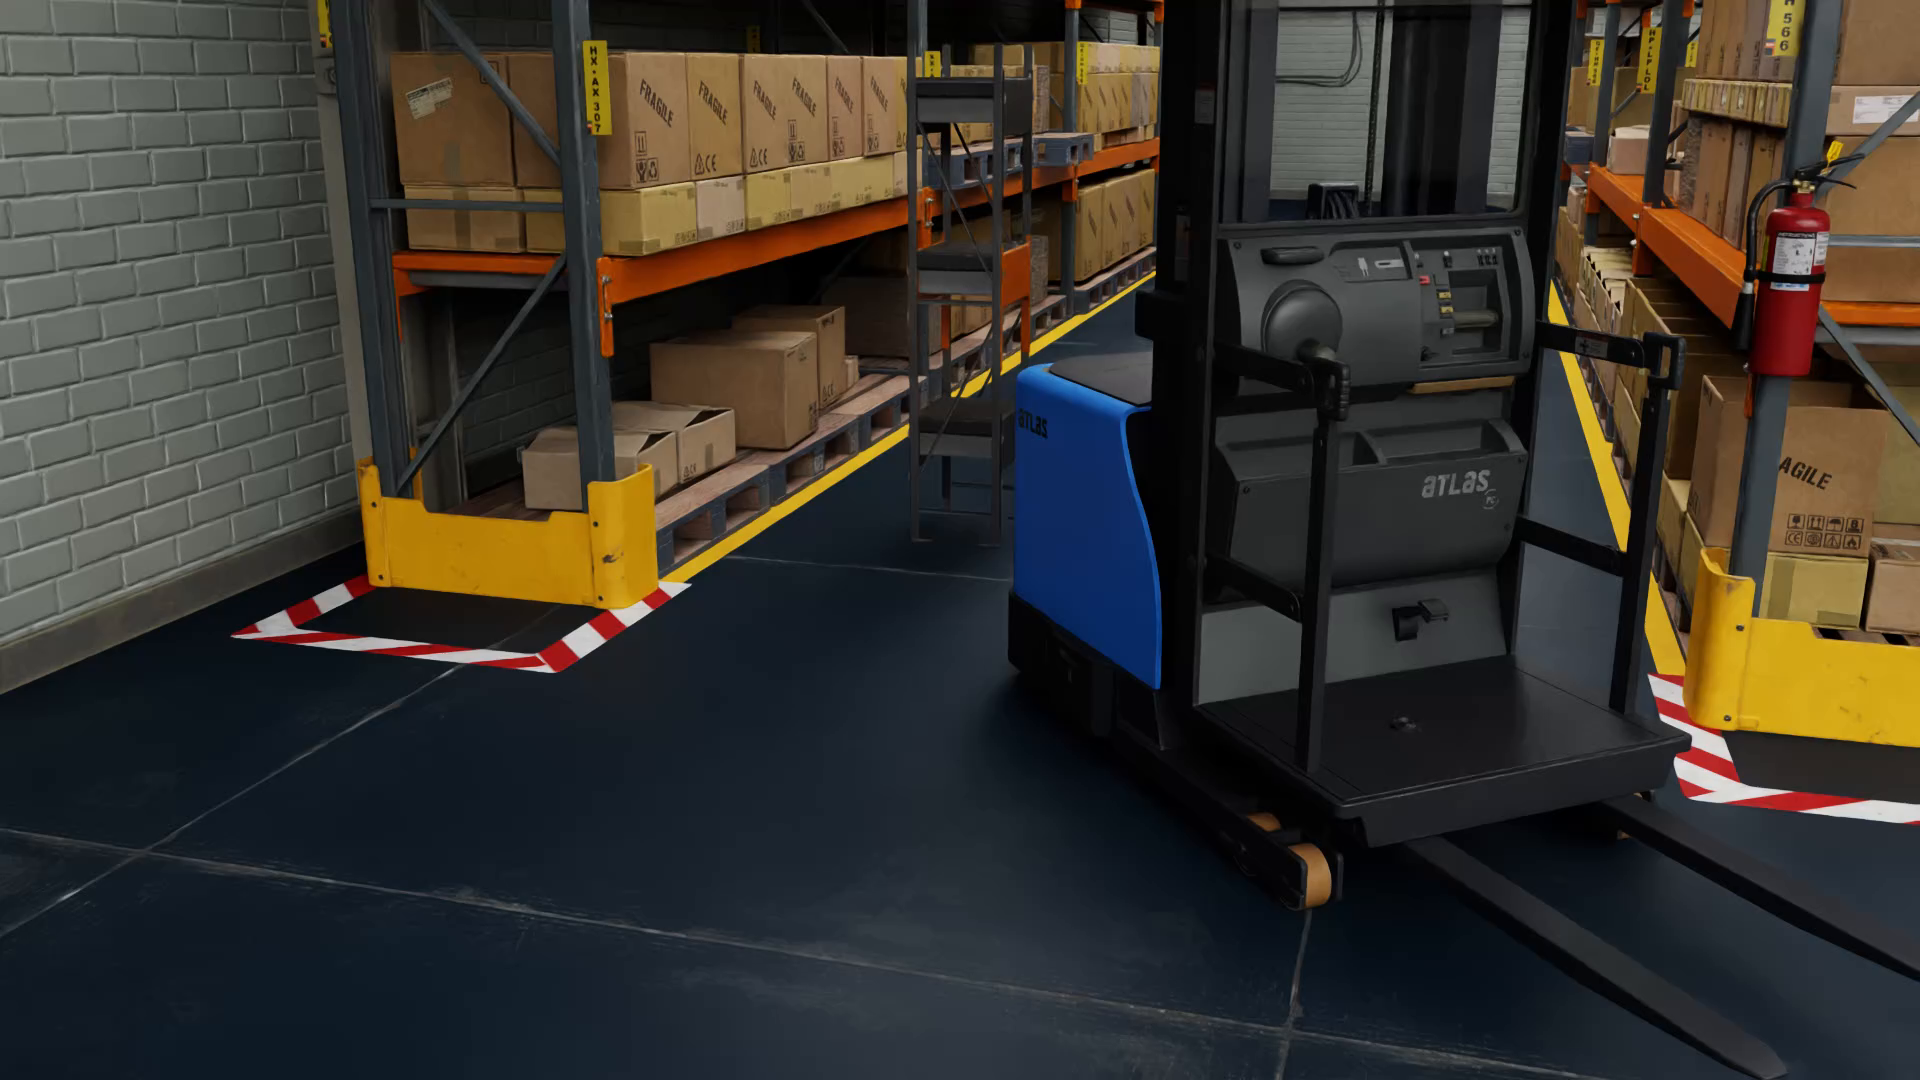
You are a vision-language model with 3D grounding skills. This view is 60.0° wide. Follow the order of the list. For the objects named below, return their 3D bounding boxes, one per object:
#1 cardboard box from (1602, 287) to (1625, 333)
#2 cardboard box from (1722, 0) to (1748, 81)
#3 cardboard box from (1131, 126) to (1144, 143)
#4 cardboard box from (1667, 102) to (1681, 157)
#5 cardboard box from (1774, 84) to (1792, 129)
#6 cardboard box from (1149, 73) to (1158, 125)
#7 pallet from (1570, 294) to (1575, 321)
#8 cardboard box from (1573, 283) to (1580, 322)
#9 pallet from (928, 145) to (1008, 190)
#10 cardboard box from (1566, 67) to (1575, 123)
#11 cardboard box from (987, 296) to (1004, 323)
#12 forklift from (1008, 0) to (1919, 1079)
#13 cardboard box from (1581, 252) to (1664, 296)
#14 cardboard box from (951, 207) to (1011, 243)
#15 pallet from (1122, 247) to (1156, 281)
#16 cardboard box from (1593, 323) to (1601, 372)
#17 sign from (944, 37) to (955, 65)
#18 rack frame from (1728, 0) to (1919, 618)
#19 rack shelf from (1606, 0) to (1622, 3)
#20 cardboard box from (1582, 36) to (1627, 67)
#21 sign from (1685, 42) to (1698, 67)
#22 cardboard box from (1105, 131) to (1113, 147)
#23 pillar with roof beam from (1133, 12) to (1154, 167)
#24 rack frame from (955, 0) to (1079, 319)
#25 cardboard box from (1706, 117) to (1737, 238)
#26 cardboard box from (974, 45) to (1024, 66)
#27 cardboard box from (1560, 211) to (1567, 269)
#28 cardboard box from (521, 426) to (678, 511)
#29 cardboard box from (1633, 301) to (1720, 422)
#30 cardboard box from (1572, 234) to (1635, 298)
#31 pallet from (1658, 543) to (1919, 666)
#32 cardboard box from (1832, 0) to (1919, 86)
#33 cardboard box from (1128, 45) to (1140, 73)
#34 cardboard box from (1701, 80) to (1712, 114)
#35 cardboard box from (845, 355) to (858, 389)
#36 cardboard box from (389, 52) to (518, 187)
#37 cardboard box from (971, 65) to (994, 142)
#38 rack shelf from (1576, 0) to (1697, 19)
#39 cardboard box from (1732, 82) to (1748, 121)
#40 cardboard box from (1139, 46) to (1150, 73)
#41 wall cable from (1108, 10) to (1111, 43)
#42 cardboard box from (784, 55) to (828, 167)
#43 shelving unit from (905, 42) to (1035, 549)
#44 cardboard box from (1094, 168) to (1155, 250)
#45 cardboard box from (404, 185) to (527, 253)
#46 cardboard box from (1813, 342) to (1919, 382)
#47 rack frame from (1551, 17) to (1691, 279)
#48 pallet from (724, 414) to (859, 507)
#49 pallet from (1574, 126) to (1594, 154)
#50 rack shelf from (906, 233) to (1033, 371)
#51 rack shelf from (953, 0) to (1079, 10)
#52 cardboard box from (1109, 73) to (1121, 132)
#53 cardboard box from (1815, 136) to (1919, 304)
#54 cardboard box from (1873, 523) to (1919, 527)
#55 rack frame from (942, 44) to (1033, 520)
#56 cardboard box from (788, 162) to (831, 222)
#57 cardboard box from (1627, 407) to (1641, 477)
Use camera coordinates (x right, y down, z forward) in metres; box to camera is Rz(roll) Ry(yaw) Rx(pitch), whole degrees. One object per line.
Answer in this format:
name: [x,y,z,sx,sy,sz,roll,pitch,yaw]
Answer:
cardboard box: [4.049,-1.320,9.727,0.500,0.311,0.500,5,17,17]
cardboard box: [3.661,-2.198,7.022,0.700,0.500,0.500,5,16,16]
cardboard box: [1.580,-3.955,16.198,0.380,0.149,0.250,5,16,16]
cardboard box: [4.592,-2.422,10.190,0.500,0.500,0.500,5,16,16]
cardboard box: [3.001,-1.470,5.642,0.380,0.149,0.250,4,16,15]
cardboard box: [1.700,-4.443,16.730,0.500,0.500,0.500,4,16,15]
pallet: [5.452,-1.803,13.300,1.003,0.211,1.213,5,16,16]
cardboard box: [4.773,-1.717,12.156,0.500,0.250,0.500,5,16,16]
pallet: [-0.327,-2.385,10.594,1.003,0.211,1.213,5,16,16]
cardboard box: [5.991,-4.142,15.484,0.700,0.500,0.500,-1,16,-3]
cardboard box: [-0.074,-1.894,12.285,0.700,0.500,0.500,5,16,16]
forklift: [1.197,-0.626,4.166,1.130,2.935,3.031,-6,17,-22]
cardboard box: [4.632,-1.849,11.593,0.500,0.311,0.500,4,16,14]
cardboard box: [0.076,-2.369,12.584,0.500,0.250,0.500,5,17,17]
pallet: [1.442,-2.833,16.930,1.003,0.211,1.213,5,16,16]
cardboard box: [4.197,-1.182,10.269,0.500,0.250,0.500,5,17,17]
sign: [-0.080,-3.935,13.583,0.100,0.325,0.005,5,16,16]
rack frame: [2.930,-0.859,4.862,1.000,3.000,0.127,5,16,16]
rack shelf: [4.635,-3.526,10.085,1.077,0.370,4.000,5,16,16]
cardboard box: [6.235,-4.680,16.318,0.500,0.500,0.500,5,17,16]
sign: [6.873,-4.514,15.624,0.100,0.325,0.005,5,16,16]
cardboard box: [1.194,-3.695,15.282,0.380,0.149,0.250,5,17,16]
pillar with roof beam: [6.792,-8.754,21.703,9.100,9.000,0.400,5,16,16]
rack frame: [0.453,-3.336,13.592,1.000,3.000,0.127,5,16,16]
cardboard box: [3.656,-1.568,7.177,0.700,0.500,0.500,5,17,17]
cardboard box: [0.306,-3.729,12.803,0.380,0.149,0.250,2,16,7]
cardboard box: [5.828,-2.760,15.337,0.500,0.500,0.500,5,17,17]
cardboard box: [-1.538,-0.335,7.133,0.500,0.311,0.500,3,16,10]
cardboard box: [3.351,-0.787,7.503,0.500,0.500,0.500,5,16,16]
cardboard box: [5.244,-2.224,13.449,0.500,0.500,0.500,5,17,18]
pallet: [3.107,0.279,5.959,1.003,0.211,1.213,5,16,16]
cardboard box: [3.090,-1.667,5.147,0.700,0.500,0.500,5,16,16]
cardboard box: [1.403,-4.535,15.682,0.500,0.250,0.500,5,17,17]
cardboard box: [3.588,-2.009,7.542,0.380,0.149,0.250,4,16,15]
cardboard box: [-0.807,-0.995,9.727,0.380,0.166,0.250,2,16,9]
cardboard box: [-1.891,-1.681,6.621,0.500,0.500,0.500,4,16,15]
cardboard box: [-0.184,-3.000,11.418,0.700,0.500,0.500,7,17,24]
rack shelf: [5.772,-4.573,13.775,1.077,0.370,4.000,5,16,16]
cardboard box: [3.294,-1.740,6.596,0.380,0.149,0.250,4,16,15]
cardboard box: [1.547,-4.669,16.153,0.500,0.250,0.500,5,17,17]
wall cable: [2.183,-6.326,22.272,0.084,1.984,1.851,5,16,16]
cardboard box: [-0.959,-2.042,7.894,0.500,0.500,0.500,5,17,18]
shelving unit: [0.047,-1.053,7.196,0.431,2.100,0.503,5,16,16]
cardboard box: [1.529,-3.370,16.883,0.750,0.750,0.750,5,17,17]
cardboard box: [-1.874,-1.317,6.715,0.500,0.250,0.500,5,17,17]
cardboard box: [3.566,-0.485,6.438,0.500,0.500,0.500,5,16,16]
rack frame: [6.340,-3.999,15.931,1.000,3.000,0.127,5,16,16]
pallet: [-1.186,-0.449,8.525,1.003,0.211,1.213,5,16,16]
pallet: [5.751,-3.369,14.062,1.003,0.211,1.213,5,16,16]
rack shelf: [0.047,-1.040,7.199,0.431,0.518,0.480,5,16,16]
rack shelf: [-0.116,-3.909,11.436,1.077,0.370,4.000,5,16,16]
cardboard box: [1.136,-3.910,14.851,0.500,0.500,0.500,5,16,16]
cardboard box: [3.075,-1.029,5.276,0.700,0.500,0.500,5,16,16]
cardboard box: [3.434,0.007,6.076,0.500,0.250,0.500,5,16,16]
rack frame: [0.116,-1.117,7.421,0.400,2.100,0.015,5,16,16]
cardboard box: [-0.947,-1.685,8.011,0.500,0.250,0.500,5,17,16]
cardboard box: [3.350,-0.426,7.605,0.500,0.250,0.500,5,16,16]
